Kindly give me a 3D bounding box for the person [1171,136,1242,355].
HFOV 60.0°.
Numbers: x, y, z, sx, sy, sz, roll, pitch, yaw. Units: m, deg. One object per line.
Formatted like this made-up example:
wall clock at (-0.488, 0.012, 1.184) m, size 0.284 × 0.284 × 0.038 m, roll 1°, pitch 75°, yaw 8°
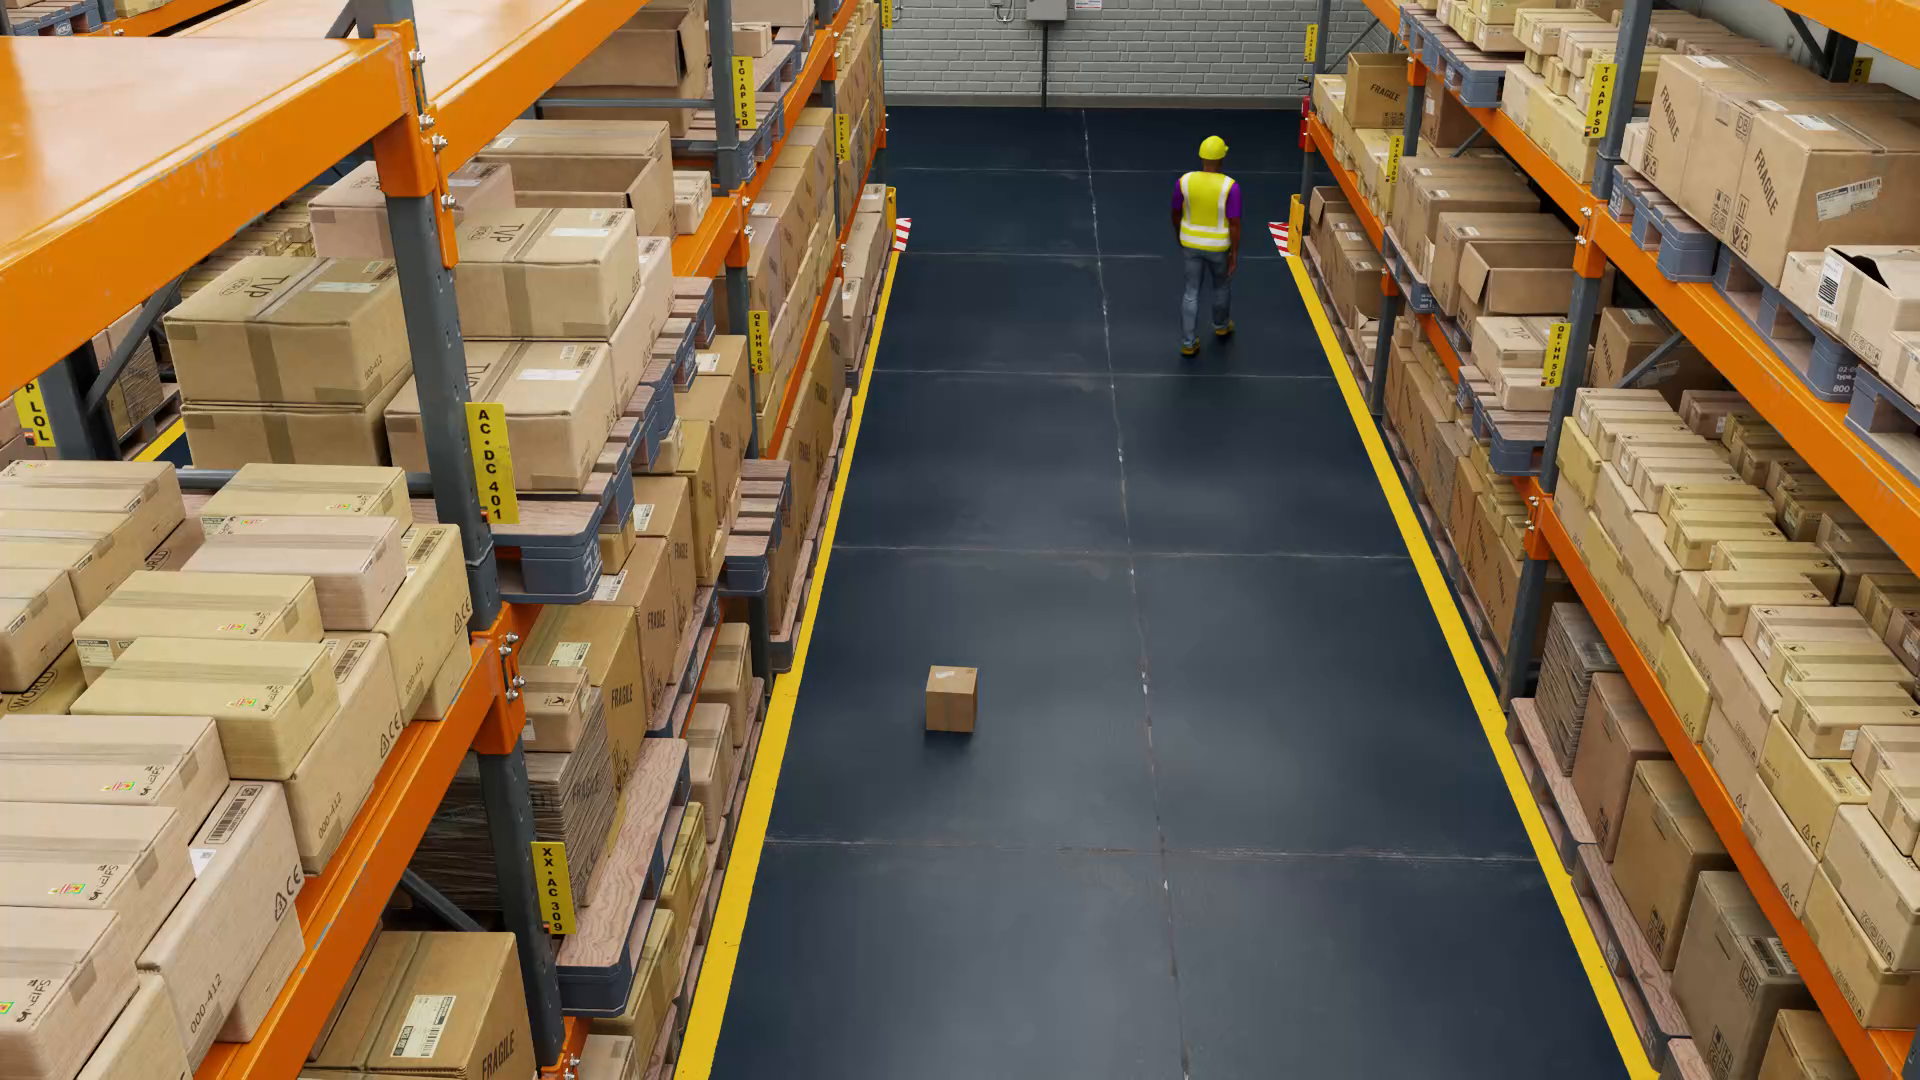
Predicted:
person at (2.003, -2.431, 13.407) m, size 0.589 × 1.738 × 0.820 m, roll 9°, pitch 29°, yaw 16°
